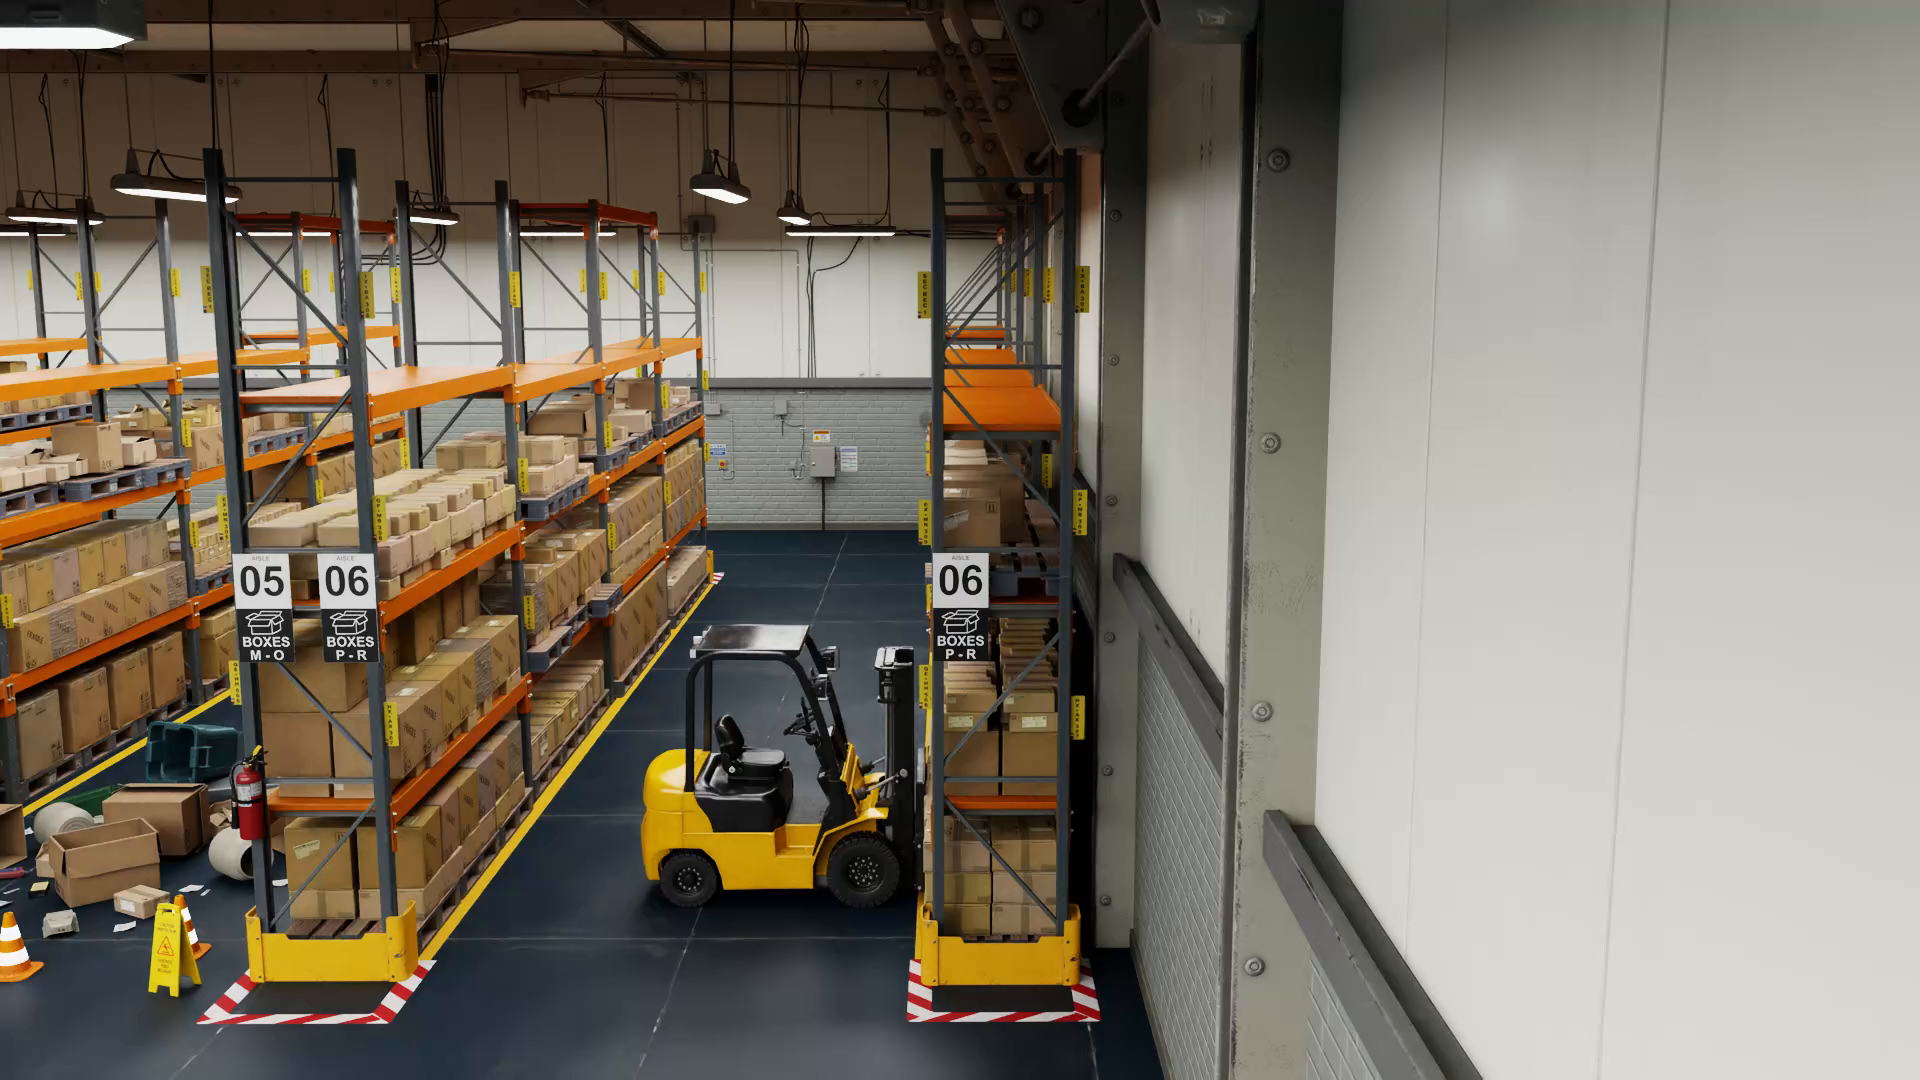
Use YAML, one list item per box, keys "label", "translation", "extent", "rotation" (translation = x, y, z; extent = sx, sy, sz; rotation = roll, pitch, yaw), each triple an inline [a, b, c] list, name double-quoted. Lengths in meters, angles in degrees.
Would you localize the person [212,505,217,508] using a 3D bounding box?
- label: "person"
  translation: [-11.439, 0.247, 25.892]
  extent: [0.610, 1.627, 0.634]
  rotation: [1, 9, 7]
